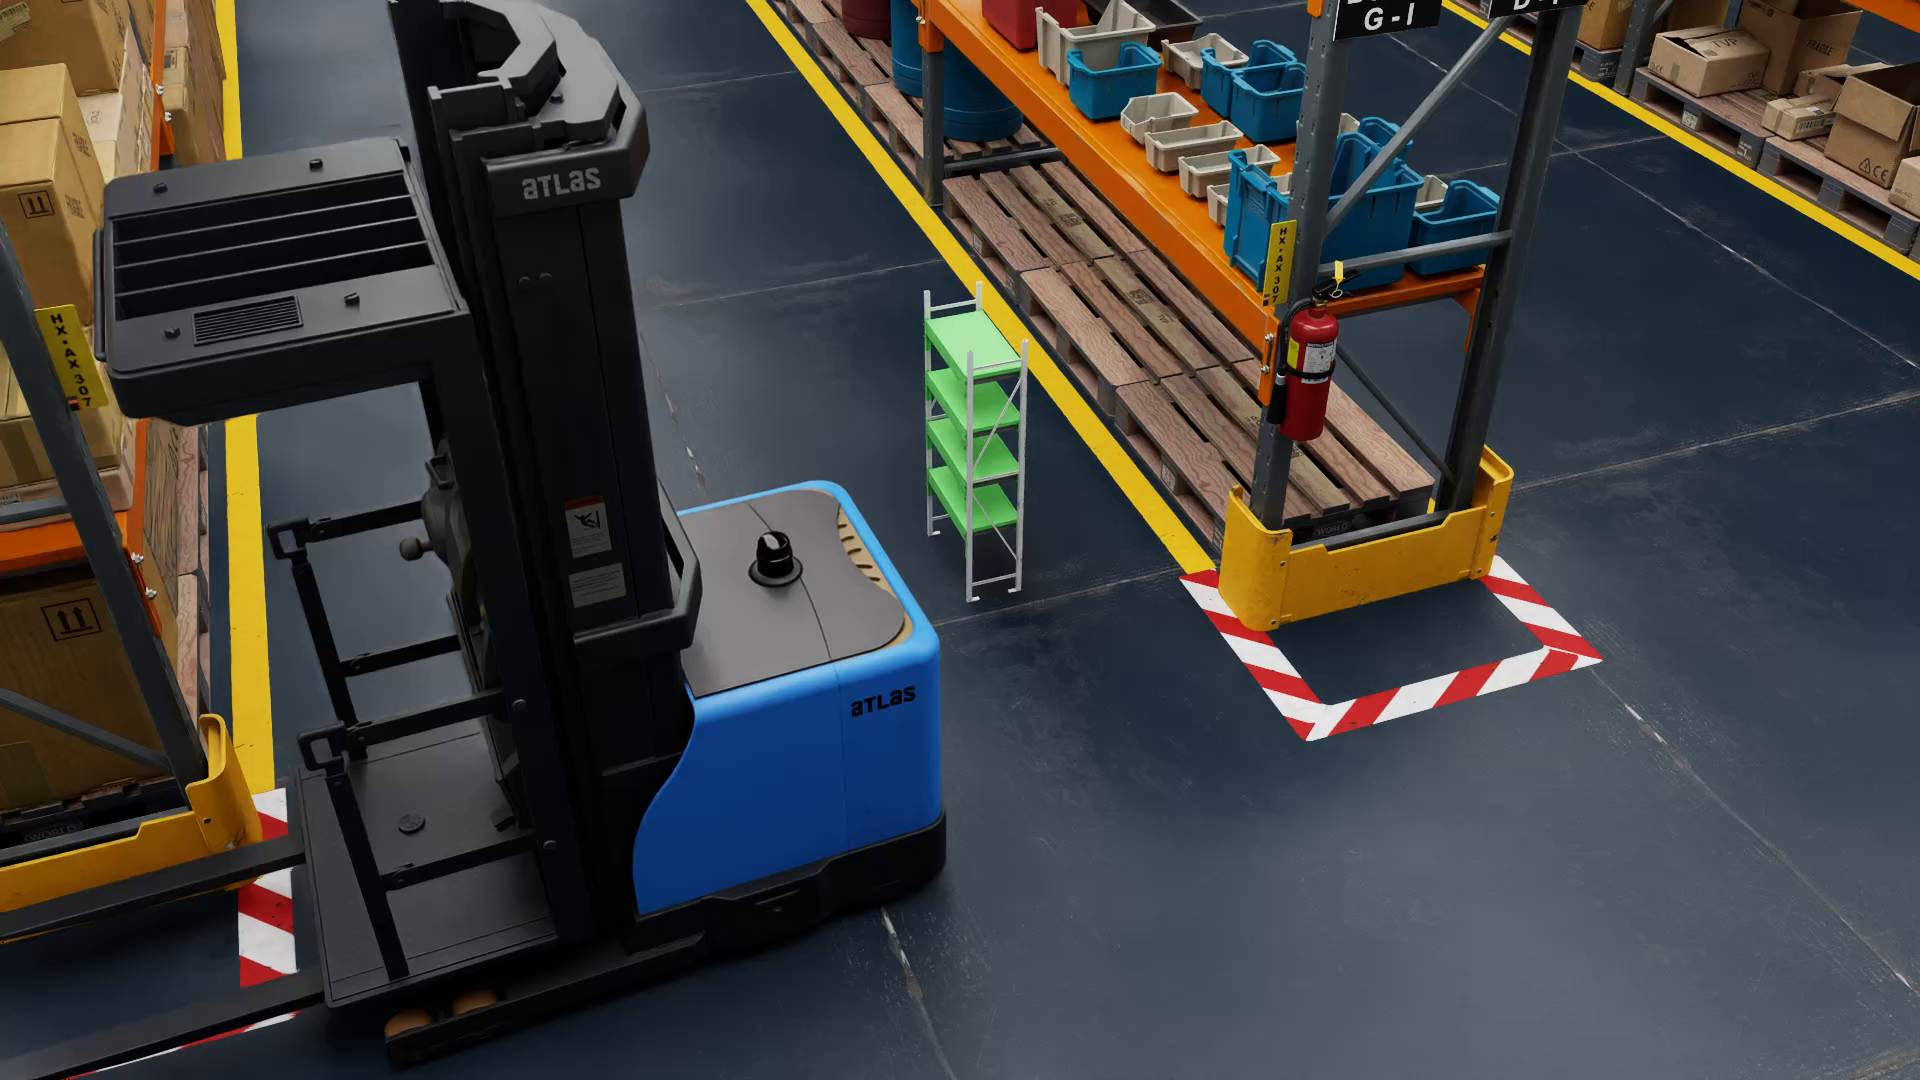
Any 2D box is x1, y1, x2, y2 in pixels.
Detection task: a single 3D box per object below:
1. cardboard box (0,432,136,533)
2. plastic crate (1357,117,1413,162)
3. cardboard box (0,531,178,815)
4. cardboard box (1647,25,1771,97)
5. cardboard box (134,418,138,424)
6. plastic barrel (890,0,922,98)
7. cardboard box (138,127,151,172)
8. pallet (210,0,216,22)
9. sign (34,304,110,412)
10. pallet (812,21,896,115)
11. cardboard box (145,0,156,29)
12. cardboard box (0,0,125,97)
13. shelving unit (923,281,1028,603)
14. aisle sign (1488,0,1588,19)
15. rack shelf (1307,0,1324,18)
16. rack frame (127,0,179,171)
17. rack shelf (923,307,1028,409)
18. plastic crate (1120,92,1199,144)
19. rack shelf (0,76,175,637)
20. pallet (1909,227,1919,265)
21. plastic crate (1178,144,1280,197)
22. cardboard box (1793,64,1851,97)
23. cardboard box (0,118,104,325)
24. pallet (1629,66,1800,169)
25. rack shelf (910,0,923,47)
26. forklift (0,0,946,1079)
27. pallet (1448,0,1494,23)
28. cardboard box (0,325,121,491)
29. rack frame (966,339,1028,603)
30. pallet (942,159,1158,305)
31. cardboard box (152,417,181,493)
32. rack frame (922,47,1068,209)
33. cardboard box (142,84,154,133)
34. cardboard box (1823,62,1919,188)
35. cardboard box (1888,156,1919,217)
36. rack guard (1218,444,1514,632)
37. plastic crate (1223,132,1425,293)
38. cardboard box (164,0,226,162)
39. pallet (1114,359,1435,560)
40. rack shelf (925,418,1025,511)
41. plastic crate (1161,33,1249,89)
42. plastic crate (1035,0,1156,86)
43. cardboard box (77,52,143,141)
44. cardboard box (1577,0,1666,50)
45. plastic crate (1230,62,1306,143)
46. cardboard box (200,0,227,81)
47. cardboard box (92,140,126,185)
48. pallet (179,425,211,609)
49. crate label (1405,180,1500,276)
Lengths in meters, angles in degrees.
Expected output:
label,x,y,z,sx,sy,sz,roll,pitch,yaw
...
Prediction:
label,x,y,z,sx,sy,sz,roll,pitch,yaw
cardboard box,-2.813,-0.185,5.212,0.380,0.149,0.250,-12,39,-15
plastic crate,1.647,-1.579,6.942,0.416,0.233,0.300,-12,39,-16
cardboard box,-3.296,0.319,5.750,0.875,0.875,0.875,-12,39,-16
cardboard box,4.867,-3.145,10.802,0.500,0.311,0.500,-12,39,-16
cardboard box,-2.991,-0.475,5.596,0.380,0.149,0.250,-13,39,-17
plastic barrel,-0.142,-3.342,10.589,0.600,0.901,0.708,-12,39,-16
cardboard box,-3.699,-1.636,7.138,0.380,0.149,0.250,-12,39,-15
pallet,-6.021,-3.864,12.204,1.003,0.211,1.213,-12,39,-16
sign,-2.478,-0.506,4.643,0.100,0.325,0.005,-12,39,-16
pallet,-0.377,-3.323,11.486,1.003,0.211,1.213,-12,39,-16
cardboard box,-4.475,-2.912,8.540,0.500,0.500,0.500,-12,39,-16
cardboard box,-3.800,-2.147,6.861,0.500,0.500,0.500,-12,39,-15
shelving unit,0.057,-0.386,6.765,0.258,1.200,0.503,-12,39,-16
aisle sign,1.953,-2.102,5.386,0.394,0.787,0.004,-12,39,-16
rack shelf,0.961,-3.083,6.955,1.077,0.370,4.000,-12,39,-16
rack frame,-4.377,-2.277,7.779,1.000,3.000,0.127,-12,39,-16
rack shelf,0.057,-0.718,6.515,0.258,0.148,0.480,-12,39,-16
plastic crate,0.875,-1.867,7.404,0.298,0.136,0.250,-12,39,-16
rack shelf,-3.689,-0.859,6.496,1.077,0.370,4.000,-12,39,-16
pallet,6.000,-1.445,8.993,1.003,0.211,1.213,-12,39,-16
plastic crate,1.113,-1.551,6.985,0.396,0.136,0.243,-12,39,-16
cardboard box,5.573,-2.900,10.611,0.380,0.149,0.250,-12,39,-16
cardboard box,-3.085,-0.985,5.318,0.500,0.500,0.500,-13,39,-17
pallet,5.161,-2.823,10.823,1.003,0.211,1.213,-12,39,-16
rack shelf,-0.415,-4.144,10.857,1.077,0.370,4.000,-12,39,-16
forklift,-1.614,0.070,4.721,3.031,2.935,1.130,-14,39,-18
pallet,4.186,-4.354,12.854,1.003,0.211,1.213,-12,39,-16
cardboard box,-2.913,-0.403,5.169,0.500,0.250,0.500,-13,39,-17
rack frame,0.141,-0.248,6.582,0.240,1.200,0.015,-12,39,-16
pallet,0.563,-1.781,9.439,1.003,0.211,1.213,-12,39,-16
cardboard box,-3.916,-0.698,7.100,0.875,0.875,0.875,-12,39,-16
rack frame,0.273,-3.302,9.141,1.000,3.000,0.127,-12,39,-16
cardboard box,-3.876,-1.926,7.523,0.380,0.149,0.250,-12,39,-15
cardboard box,5.577,-2.444,9.710,0.797,0.503,0.637,-12,39,-16
cardboard box,5.585,-1.942,9.255,0.500,0.250,0.500,-12,39,-16
rack guard,1.670,-0.033,6.878,1.175,0.500,0.348,-12,39,-16
plastic crate,1.359,-1.231,6.312,0.616,0.435,0.499,-12,39,-16
cardboard box,-4.925,-2.458,9.436,1.225,0.875,0.875,-14,39,-18
pallet,1.402,-0.402,7.609,1.003,0.211,1.213,-12,39,-16
rack shelf,0.057,-0.335,6.803,0.258,0.148,0.480,-12,39,-16
plastic crate,1.155,-2.299,7.979,0.293,0.136,0.466,-12,39,-16
plastic crate,0.626,-2.378,7.962,0.437,0.282,0.530,-12,39,-16
cardboard box,-3.799,-1.849,7.088,0.500,0.250,0.500,-11,38,-15
cardboard box,4.486,-3.722,11.410,0.500,0.500,0.500,-13,39,-16
plastic crate,1.421,-1.951,7.436,0.416,0.233,0.300,-12,39,-16
cardboard box,-5.536,-3.461,10.769,1.225,0.875,0.875,-14,39,-18
cardboard box,-3.452,-1.273,6.325,0.500,0.250,0.500,-13,39,-17
pallet,-3.766,-0.027,7.110,1.003,0.211,1.213,-12,39,-16
crate label,1.874,-1.207,6.449,0.416,0.233,0.303,-12,39,-16
